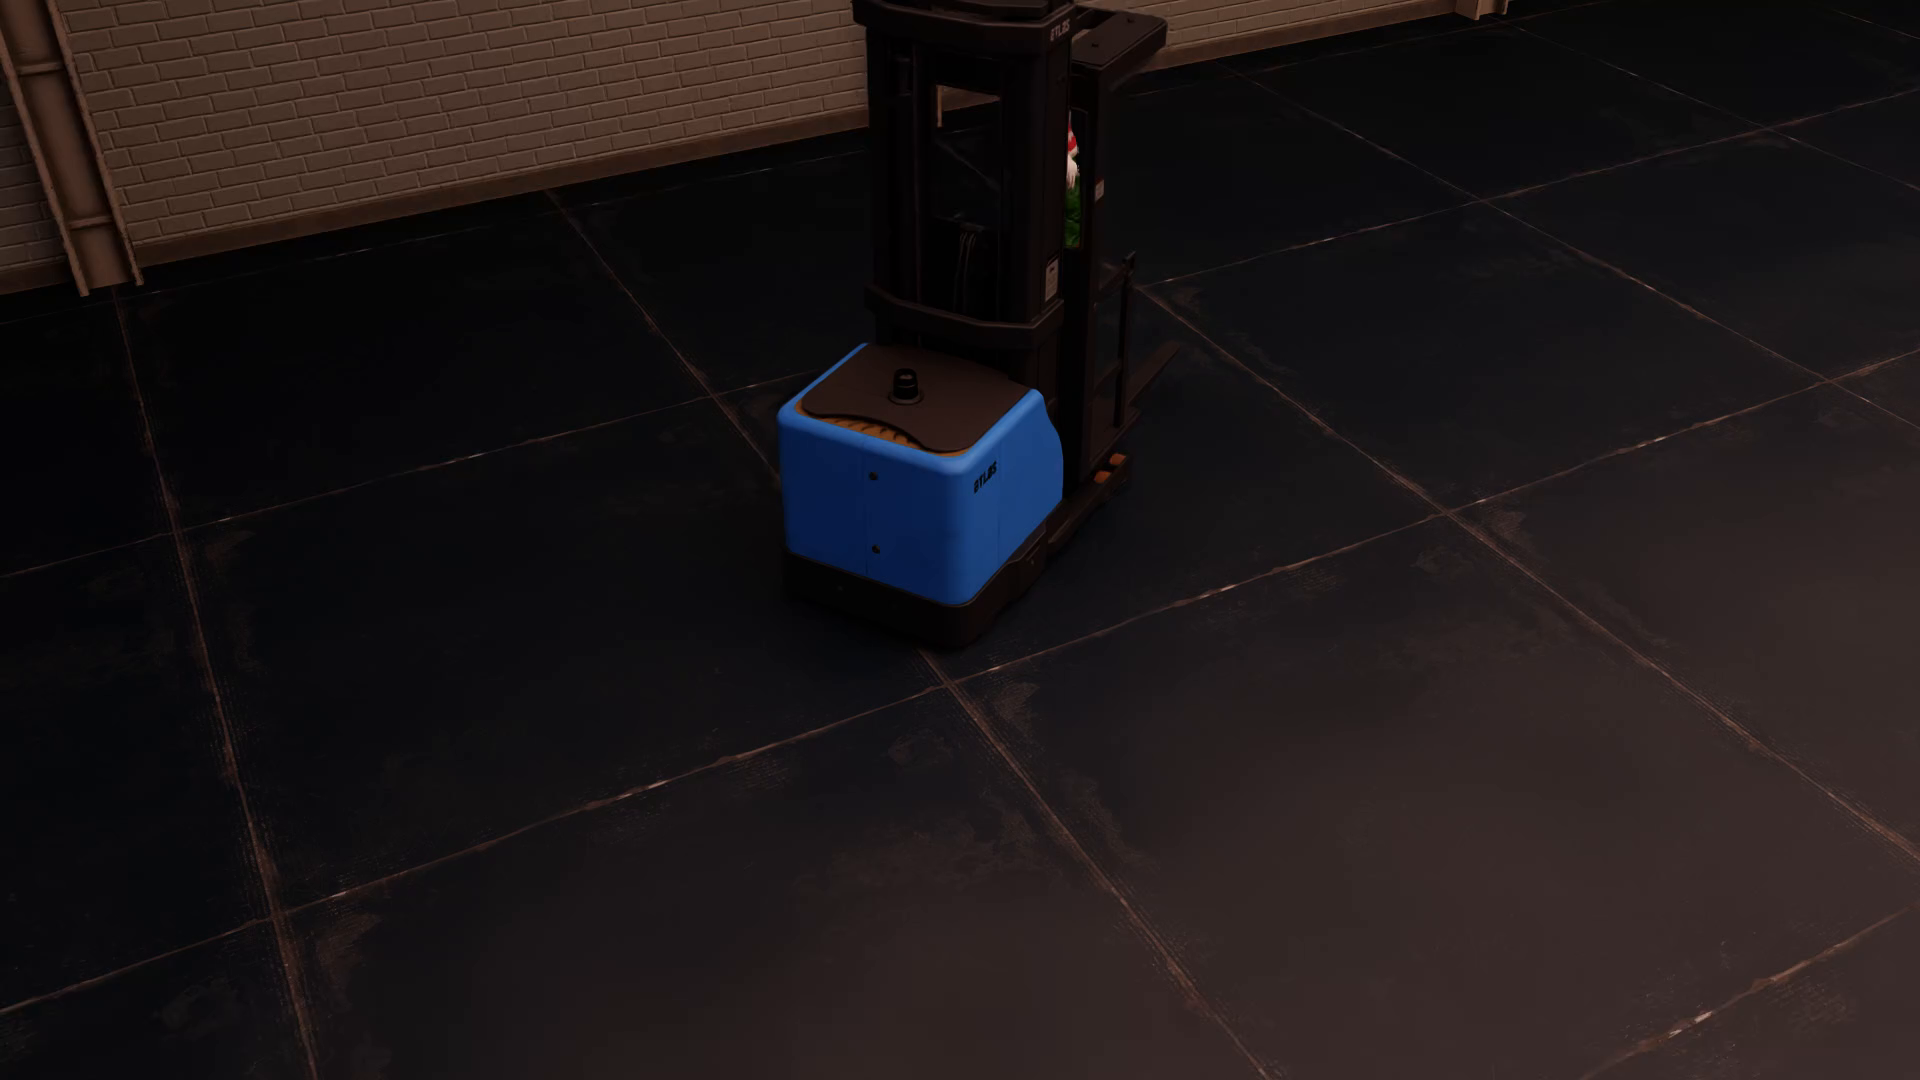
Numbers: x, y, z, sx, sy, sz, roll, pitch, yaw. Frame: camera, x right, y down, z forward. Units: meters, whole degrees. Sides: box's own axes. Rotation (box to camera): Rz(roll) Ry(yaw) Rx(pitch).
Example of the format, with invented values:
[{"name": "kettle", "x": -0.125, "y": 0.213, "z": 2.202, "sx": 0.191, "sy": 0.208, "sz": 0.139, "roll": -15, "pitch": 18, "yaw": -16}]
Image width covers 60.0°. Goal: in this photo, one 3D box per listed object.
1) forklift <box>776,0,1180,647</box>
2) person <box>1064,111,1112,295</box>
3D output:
[{"name": "forklift", "x": 0.289, "y": -1.522, "z": 8.276, "sx": 1.130, "sy": 2.935, "sz": 3.031, "roll": 18, "pitch": 39, "yaw": 23}, {"name": "person", "x": 0.674, "y": -2.458, "z": 10.577, "sx": 0.565, "sy": 1.788, "sz": 0.641, "roll": -6, "pitch": 36, "yaw": -8}]
